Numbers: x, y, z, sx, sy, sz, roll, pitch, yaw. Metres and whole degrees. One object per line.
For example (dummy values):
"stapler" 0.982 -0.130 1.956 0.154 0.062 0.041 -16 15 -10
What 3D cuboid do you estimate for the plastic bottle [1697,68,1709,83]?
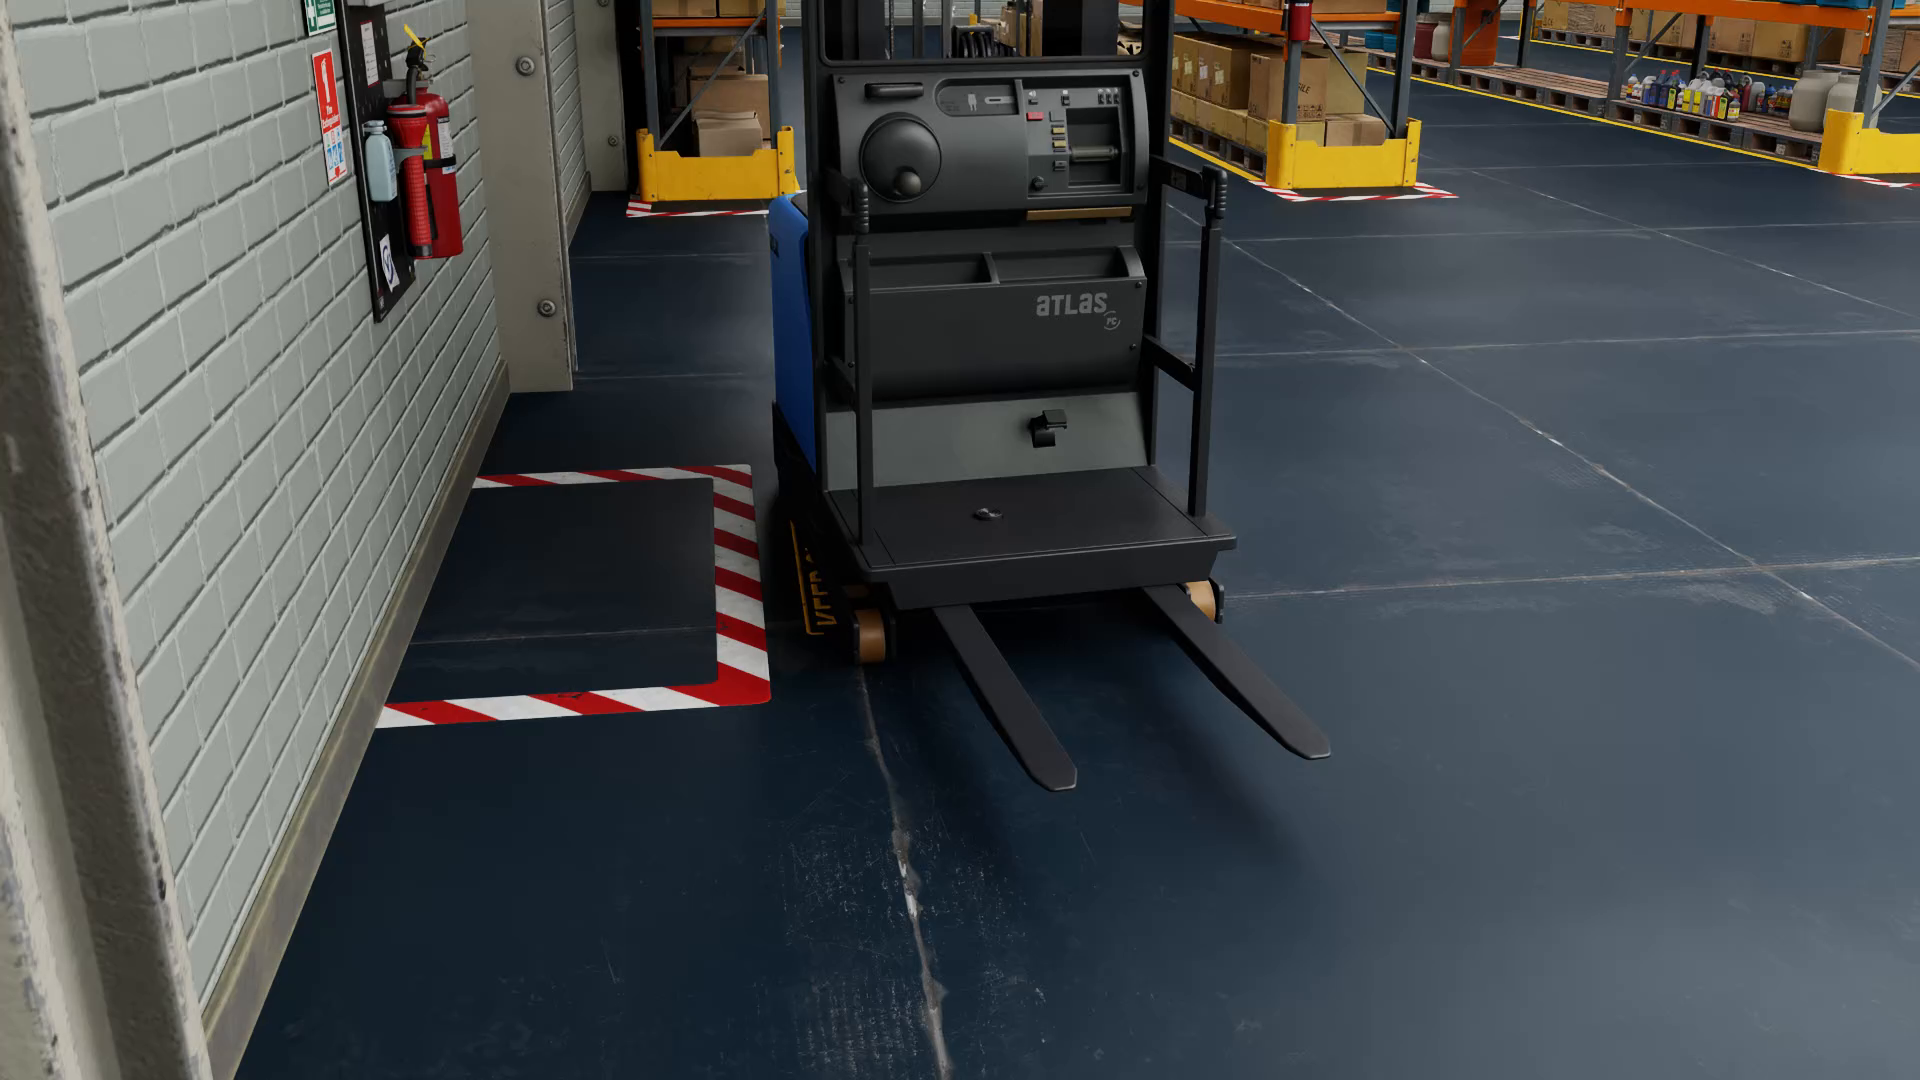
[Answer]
"plastic bottle" 7.614 -4.657 17.054 0.144 0.351 0.185 -3 21 -8

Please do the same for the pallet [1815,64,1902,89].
"pallet" 11.815 -5.965 21.385 1.003 0.211 1.213 -3 21 -8

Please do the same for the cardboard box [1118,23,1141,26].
"cardboard box" 2.036 -6.432 21.593 0.500 0.500 0.500 -4 21 -10

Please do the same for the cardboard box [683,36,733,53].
"cardboard box" -2.614 -5.200 17.224 0.500 0.250 0.500 -3 21 -9

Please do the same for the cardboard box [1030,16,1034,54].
"cardboard box" 1.240 -7.100 23.382 0.500 0.500 0.500 -3 21 -7

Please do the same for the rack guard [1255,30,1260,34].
"rack guard" 5.633 -8.899 28.827 1.175 0.500 0.348 -3 21 -8

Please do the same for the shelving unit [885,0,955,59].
"shelving unit" -0.285 -1.374 6.394 0.431 2.100 0.503 -5 21 -13

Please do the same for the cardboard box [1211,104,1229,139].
"cardboard box" 2.526 -3.699 14.662 0.500 0.250 0.500 -3 21 -8

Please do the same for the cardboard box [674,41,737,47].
"cardboard box" -2.787 -5.226 18.365 0.700 0.500 0.500 -3 21 -8

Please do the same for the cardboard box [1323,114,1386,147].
"cardboard box" 3.196 -3.379 13.806 0.500 0.250 0.500 -3 21 -8

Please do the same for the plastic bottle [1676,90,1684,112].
"plastic bottle" 7.130 -4.337 16.413 0.097 0.201 0.097 0 20 0

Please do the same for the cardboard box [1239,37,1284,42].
"cardboard box" 2.896 -4.422 15.528 0.500 0.500 0.500 -3 21 -8

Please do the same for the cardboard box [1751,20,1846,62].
"cardboard box" 11.625 -6.983 22.563 1.225 0.875 0.875 -4 21 -10

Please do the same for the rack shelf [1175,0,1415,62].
"rack shelf" 2.765 -4.629 14.851 1.077 0.370 4.000 -3 21 -8

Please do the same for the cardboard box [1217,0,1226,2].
"cardboard box" 2.698 -5.196 15.198 0.700 0.500 0.500 -3 21 -7

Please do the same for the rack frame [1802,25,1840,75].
"rack frame" 11.704 -7.542 21.622 1.000 3.000 0.127 -3 21 -8

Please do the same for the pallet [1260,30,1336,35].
"pallet" 5.730 -8.468 28.087 1.003 0.211 1.213 -3 21 -8

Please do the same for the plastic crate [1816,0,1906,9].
"plastic crate" 7.587 -4.611 13.987 0.499 0.251 0.616 -3 21 -8

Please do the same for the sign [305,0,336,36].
"sign" -1.636 -1.357 4.253 0.001 0.109 0.331 -3 21 -8

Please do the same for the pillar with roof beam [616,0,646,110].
"pillar with roof beam" 0.590 -9.326 17.825 9.100 9.000 0.400 -3 21 -8

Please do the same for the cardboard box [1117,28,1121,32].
"cardboard box" 1.685 -6.019 20.072 0.500 0.311 0.500 -2 21 -6

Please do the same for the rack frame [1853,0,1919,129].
"rack frame" 7.956 -4.522 13.537 1.000 3.000 0.127 -3 21 -8

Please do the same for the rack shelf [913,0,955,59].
"rack shelf" -0.285 -2.017 6.154 0.431 0.518 0.480 -5 21 -13

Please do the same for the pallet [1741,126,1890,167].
"pallet" 7.786 -3.521 14.843 1.003 0.211 1.213 -3 21 -8

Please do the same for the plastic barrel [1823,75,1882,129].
"plastic barrel" 7.785 -3.778 14.499 0.421 0.512 0.421 0 20 0

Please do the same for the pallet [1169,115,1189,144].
"pallet" 2.550 -4.075 16.325 1.003 0.211 1.213 -3 21 -8

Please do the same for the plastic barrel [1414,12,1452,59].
"plastic barrel" 6.552 -6.919 22.800 0.600 0.588 0.708 -3 21 -8

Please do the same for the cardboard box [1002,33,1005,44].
"cardboard box" 0.847 -7.609 25.247 0.380 0.149 0.250 -3 21 -8

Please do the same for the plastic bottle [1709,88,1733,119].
"plastic bottle" 7.248 -4.155 15.817 0.152 0.276 0.135 -3 21 -7

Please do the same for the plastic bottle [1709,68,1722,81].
"plastic bottle" 7.757 -4.664 17.073 0.144 0.351 0.185 -3 21 -9

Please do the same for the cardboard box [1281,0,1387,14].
"cardboard box" 2.999 -4.483 13.289 0.700 0.500 0.500 -3 21 -8

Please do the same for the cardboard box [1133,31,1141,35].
"cardboard box" 2.301 -5.866 19.664 0.500 0.311 0.500 -3 21 -9

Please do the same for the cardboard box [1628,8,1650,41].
"cardboard box" 11.111 -8.361 26.251 0.875 0.875 0.875 -3 21 -8

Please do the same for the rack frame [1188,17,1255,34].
"rack frame" 2.477 -5.659 16.580 1.000 3.000 0.127 -3 21 -8

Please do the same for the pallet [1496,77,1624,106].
"pallet" 7.048 -5.294 19.589 1.003 0.211 1.213 -3 21 -8

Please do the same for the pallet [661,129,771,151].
"pallet" -2.114 -3.447 14.644 1.003 0.211 1.213 -3 21 -8

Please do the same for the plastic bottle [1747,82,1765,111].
"plastic bottle" 7.851 -4.394 16.458 0.152 0.276 0.135 -3 21 -7

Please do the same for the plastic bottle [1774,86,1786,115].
"plastic bottle" 7.939 -4.247 16.071 0.097 0.271 0.097 0 20 0

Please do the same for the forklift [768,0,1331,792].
"forklift" 0.152 -1.161 4.637 1.130 2.935 3.031 -5 21 -13

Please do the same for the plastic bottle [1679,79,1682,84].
"plastic bottle" 7.225 -4.491 16.723 0.097 0.271 0.097 0 20 0

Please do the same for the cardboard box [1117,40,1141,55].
"cardboard box" 1.984 -5.308 18.170 0.500 0.311 0.500 -3 21 -8

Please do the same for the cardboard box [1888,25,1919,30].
"cardboard box" 11.917 -6.515 20.744 0.500 0.250 0.500 -1 20 -2

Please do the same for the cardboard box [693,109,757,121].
"cardboard box" -1.941 -3.411 13.775 0.500 0.311 0.500 -1 21 -3

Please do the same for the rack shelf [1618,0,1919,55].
"rack shelf" 7.667 -4.878 15.517 1.077 0.370 4.000 -3 21 -8

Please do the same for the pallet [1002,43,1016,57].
"pallet" 1.226 -7.360 25.120 1.003 0.211 1.213 -3 21 -8

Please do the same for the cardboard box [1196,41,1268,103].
"cardboard box" 2.452 -4.223 14.994 0.500 0.500 0.500 -3 21 -8

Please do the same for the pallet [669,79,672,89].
"pallet" -2.890 -5.215 19.379 1.003 0.211 1.213 -3 21 -8

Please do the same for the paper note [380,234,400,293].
"paper note" -1.664 -0.809 4.854 0.016 0.148 0.142 -3 21 -8

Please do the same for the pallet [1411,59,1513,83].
"pallet" 6.648 -6.257 22.166 1.003 0.211 1.213 -3 21 -8

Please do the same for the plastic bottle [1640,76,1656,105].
"plastic bottle" 7.065 -4.594 16.994 0.152 0.276 0.135 -2 21 -6

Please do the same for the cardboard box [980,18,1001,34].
"cardboard box" 0.617 -8.356 27.102 0.500 0.250 0.500 -3 21 -8
